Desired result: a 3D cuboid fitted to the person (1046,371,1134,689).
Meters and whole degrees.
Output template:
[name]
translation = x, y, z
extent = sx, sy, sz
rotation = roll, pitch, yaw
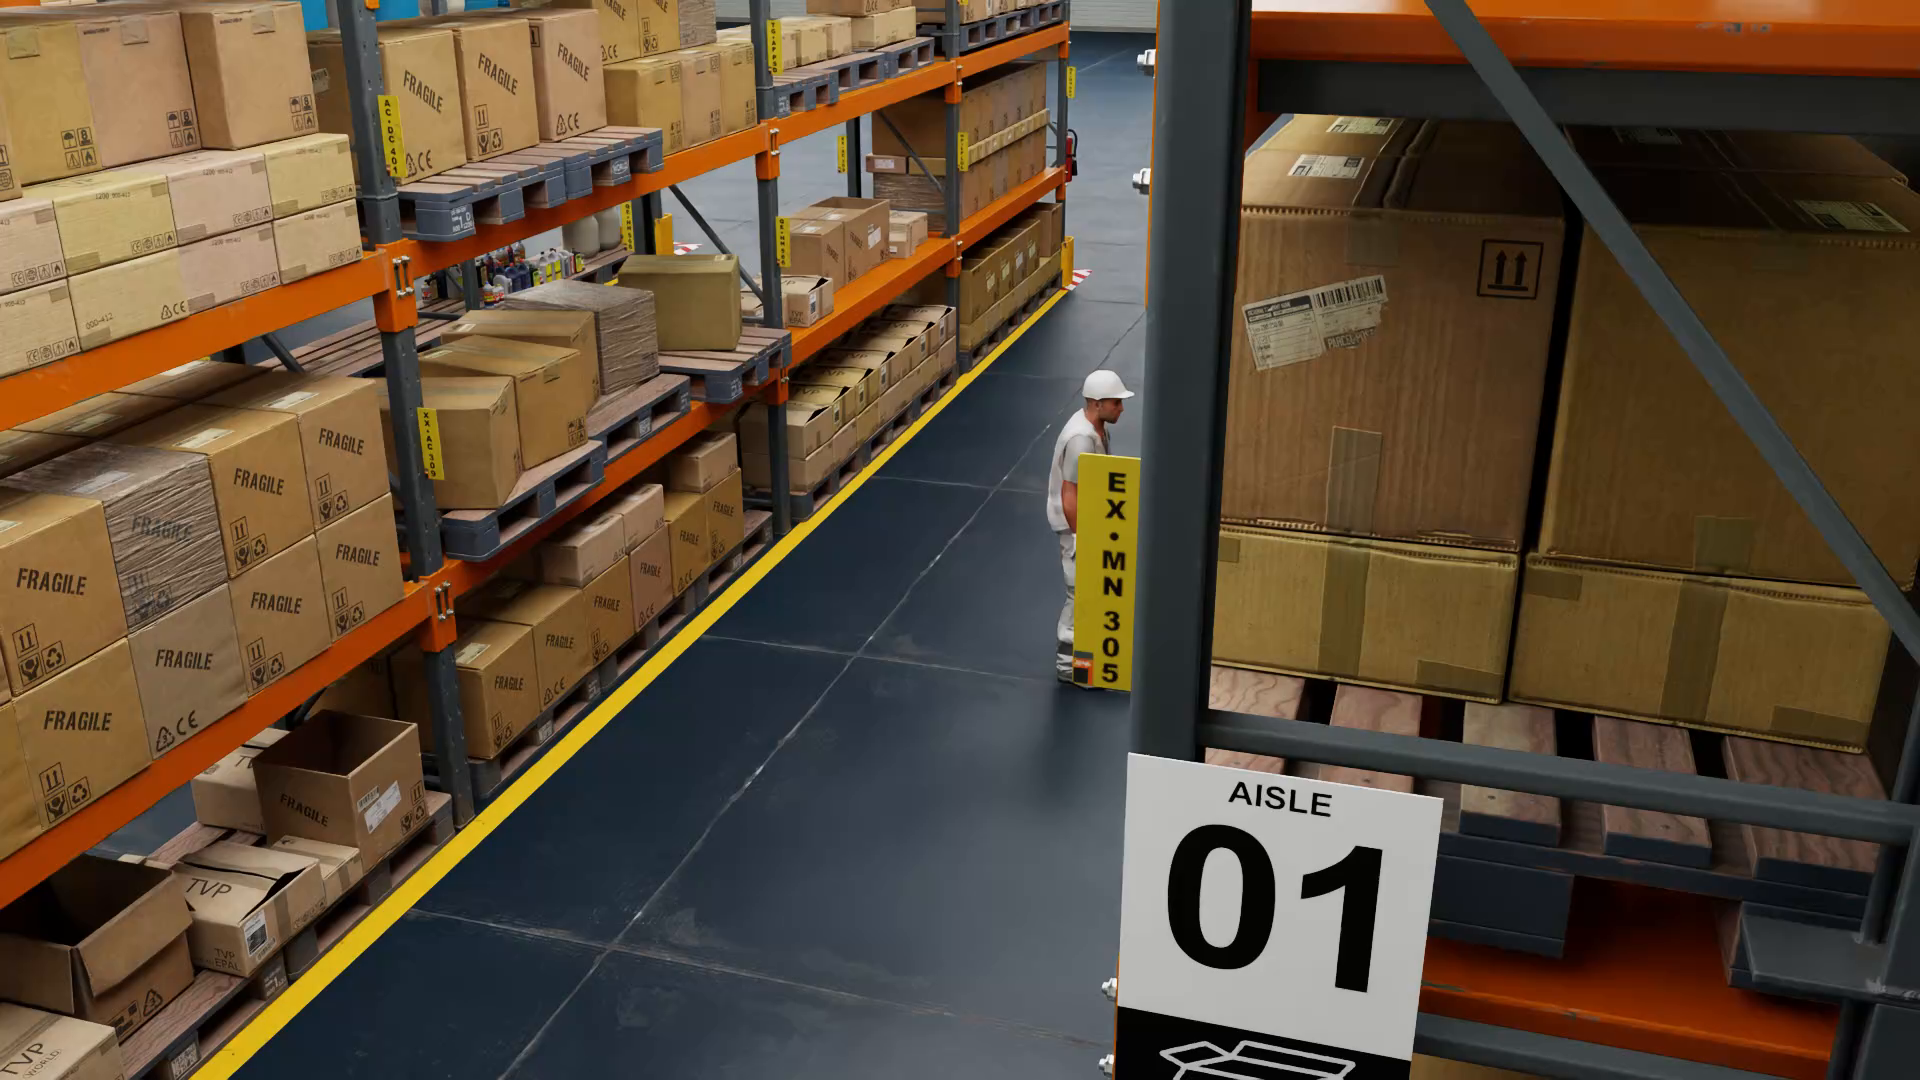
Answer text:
[person]
translation = 0.715, -0.081, 9.271
extent = 0.448, 1.780, 0.609
rotation = 7, 23, 16
